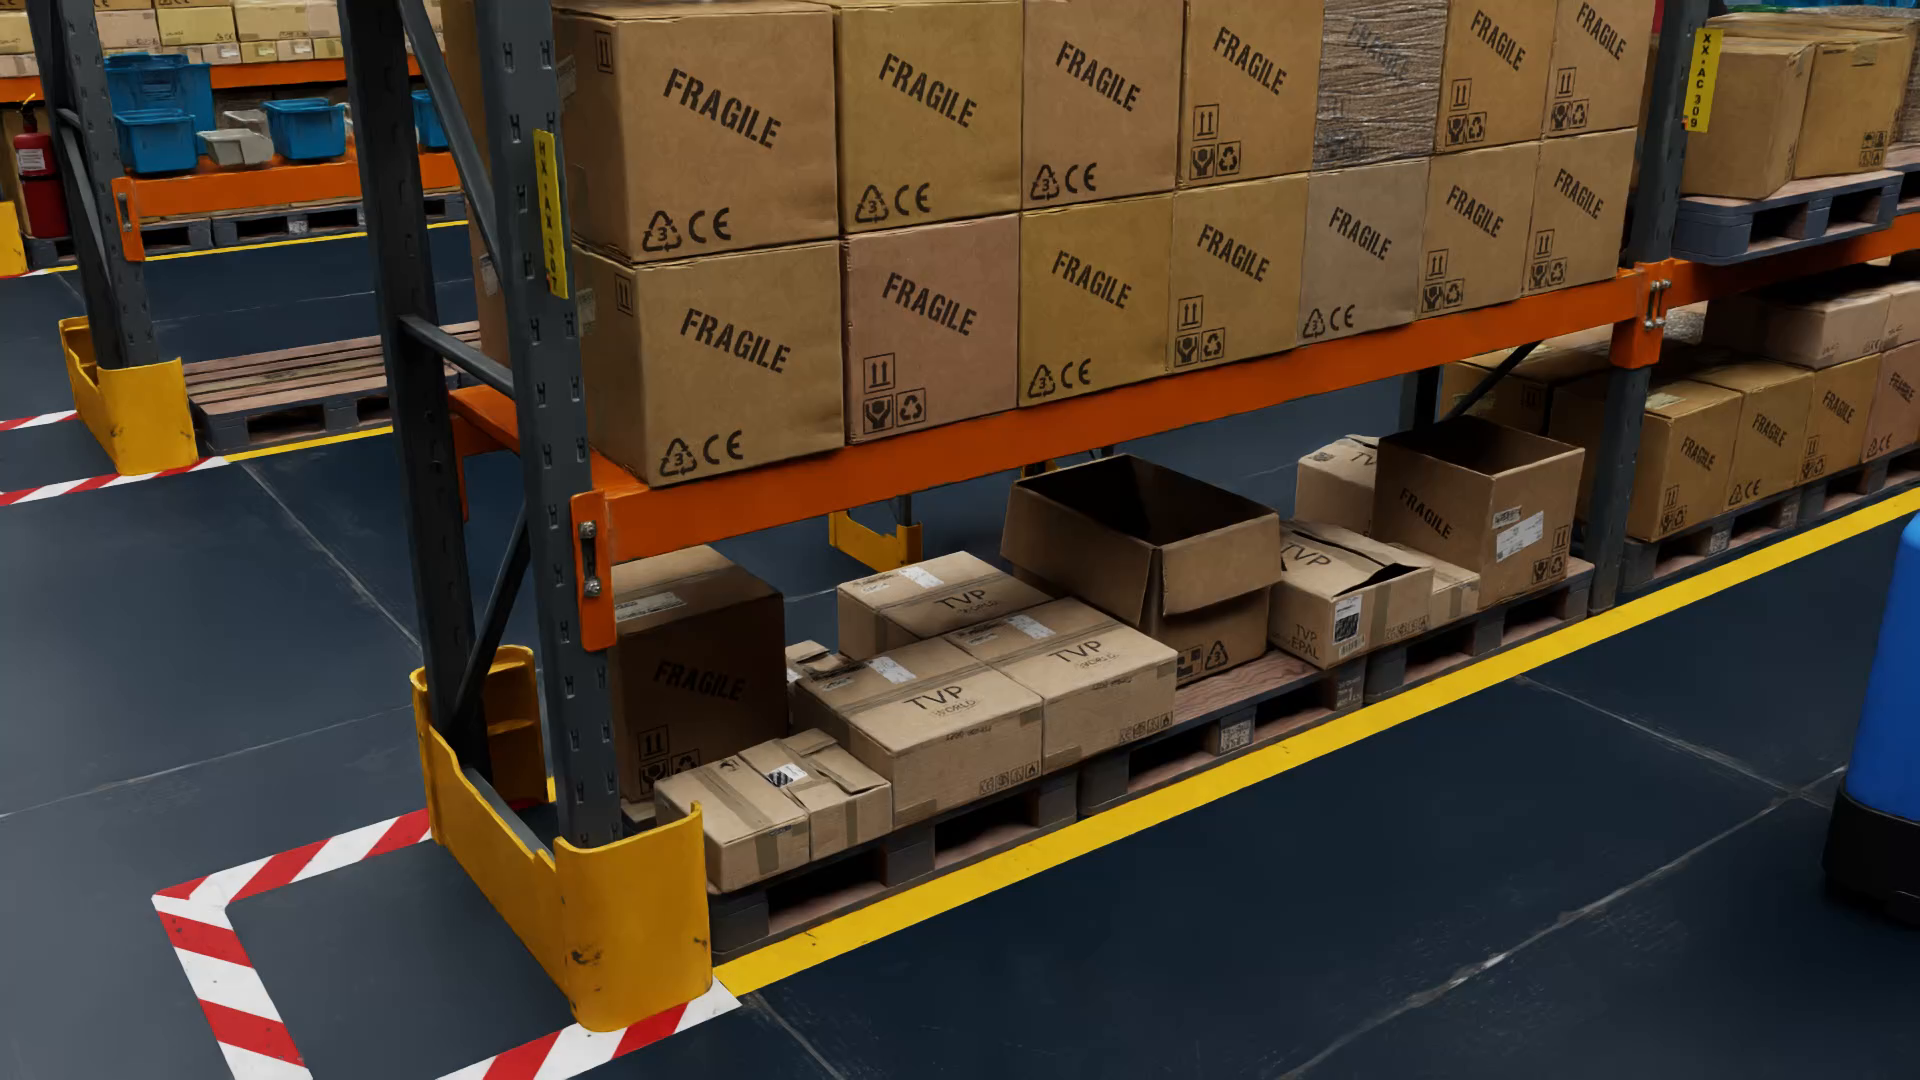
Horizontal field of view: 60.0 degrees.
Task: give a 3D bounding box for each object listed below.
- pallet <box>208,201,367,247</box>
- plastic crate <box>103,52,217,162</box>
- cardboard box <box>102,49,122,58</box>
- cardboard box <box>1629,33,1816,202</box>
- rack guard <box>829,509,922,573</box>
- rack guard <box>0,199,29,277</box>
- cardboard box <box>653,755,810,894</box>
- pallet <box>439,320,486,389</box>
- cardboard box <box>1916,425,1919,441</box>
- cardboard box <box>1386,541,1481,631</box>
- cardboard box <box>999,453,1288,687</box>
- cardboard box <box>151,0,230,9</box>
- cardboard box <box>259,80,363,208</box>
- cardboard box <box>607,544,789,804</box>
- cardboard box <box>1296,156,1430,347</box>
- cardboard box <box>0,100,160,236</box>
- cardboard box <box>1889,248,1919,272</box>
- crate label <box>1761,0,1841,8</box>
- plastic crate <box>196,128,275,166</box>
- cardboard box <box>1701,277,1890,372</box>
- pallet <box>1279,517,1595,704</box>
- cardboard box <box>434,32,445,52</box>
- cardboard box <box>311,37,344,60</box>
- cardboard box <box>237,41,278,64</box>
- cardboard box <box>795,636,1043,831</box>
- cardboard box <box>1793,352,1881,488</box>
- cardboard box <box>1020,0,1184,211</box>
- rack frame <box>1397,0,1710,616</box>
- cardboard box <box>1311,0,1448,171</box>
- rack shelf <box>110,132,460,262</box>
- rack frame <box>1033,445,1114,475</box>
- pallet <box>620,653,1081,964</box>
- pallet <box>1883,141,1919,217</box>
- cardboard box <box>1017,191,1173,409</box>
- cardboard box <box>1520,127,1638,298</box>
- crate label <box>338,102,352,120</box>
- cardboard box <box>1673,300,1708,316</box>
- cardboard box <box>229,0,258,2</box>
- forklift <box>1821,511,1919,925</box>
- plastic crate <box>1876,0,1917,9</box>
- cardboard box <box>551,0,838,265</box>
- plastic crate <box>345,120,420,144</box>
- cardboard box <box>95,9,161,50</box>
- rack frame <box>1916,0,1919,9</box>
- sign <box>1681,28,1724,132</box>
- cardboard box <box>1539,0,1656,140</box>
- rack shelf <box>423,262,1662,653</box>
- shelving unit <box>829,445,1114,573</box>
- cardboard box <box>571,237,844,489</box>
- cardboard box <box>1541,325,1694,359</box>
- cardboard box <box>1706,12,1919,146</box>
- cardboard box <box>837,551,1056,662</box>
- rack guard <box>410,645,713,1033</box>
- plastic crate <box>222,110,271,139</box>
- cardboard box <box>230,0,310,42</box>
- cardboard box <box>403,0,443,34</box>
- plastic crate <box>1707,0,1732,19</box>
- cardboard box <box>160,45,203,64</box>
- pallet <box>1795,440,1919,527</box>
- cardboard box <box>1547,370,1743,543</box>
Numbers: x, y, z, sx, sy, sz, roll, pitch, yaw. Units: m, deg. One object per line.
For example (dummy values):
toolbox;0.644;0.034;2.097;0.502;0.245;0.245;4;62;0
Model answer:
pallet;-5.320;-2.552;13.007;1.213;0.211;1.003;-15;26;-33
plastic crate;-3.858;-2.071;7.910;0.499;0.435;0.616;-15;26;-33
cardboard box;-6.017;-3.360;11.609;0.250;0.149;0.380;-16;27;-34
cardboard box;2.631;-1.550;6.031;0.700;0.500;0.500;14;26;32
rack guard;-0.342;-0.025;6.621;0.087;0.250;0.587;-15;26;-33
rack guard;-6.933;-2.222;11.790;0.348;0.500;1.175;-15;26;-33
cardboard box;-0.590;0.726;4.284;0.250;0.149;0.380;-15;26;-33
pallet;-2.339;-1.032;9.198;1.213;0.211;1.003;-15;26;-33
cardboard box;4.321;-0.797;7.625;0.500;0.500;0.500;-16;27;-35
cardboard box;1.550;0.155;5.714;0.250;0.149;0.380;-15;26;-33
cardboard box;0.594;0.091;5.397;0.637;0.503;0.797;-15;26;-33
cardboard box;-5.543;-4.050;11.787;0.500;0.500;0.500;-16;27;-34
cardboard box;-4.979;-3.149;13.040;0.875;0.875;0.875;-15;26;-33
cardboard box;-0.833;0.358;4.731;0.500;0.500;0.500;-15;26;-33
cardboard box;1.027;-0.910;4.995;0.500;0.500;0.500;-14;26;-32
cardboard box;-6.440;-2.759;12.063;0.875;0.875;0.875;-15;26;-33
cardboard box;4.698;-1.244;7.733;0.500;0.250;0.500;-14;26;-31
crate label;7.631;-4.898;15.076;0.616;0.435;0.502;-15;26;-33
plastic crate;-3.319;-1.802;7.641;0.298;0.136;0.250;-15;26;-33
cardboard box;3.463;-0.912;6.903;0.500;0.250;0.500;-15;26;-33
pallet;1.558;0.171;6.184;1.213;0.211;1.003;-15;26;-33
cardboard box;-4.140;-3.861;12.865;0.250;0.149;0.380;-15;26;-34
cardboard box;-4.765;-3.694;12.446;0.250;0.149;0.380;-15;26;-34
cardboard box;-5.185;-3.582;12.165;0.250;0.149;0.380;-16;27;-34
cardboard box;-0.118;0.525;4.649;0.500;0.250;0.500;-15;26;-33
cardboard box;3.488;-0.572;7.062;0.500;0.500;0.500;-15;26;-32
cardboard box;0.212;-1.157;4.264;0.500;0.500;0.500;-15;26;-32
rack frame;2.116;-1.273;6.039;0.127;3.000;1.000;-15;26;-33
cardboard box;1.033;-1.376;4.812;0.500;0.500;0.500;-15;26;-32
rack shelf;-2.397;-1.997;8.824;4.000;0.370;1.077;-15;26;-33
rack frame;0.482;-0.825;6.940;0.032;1.500;0.500;-15;26;-33
pallet;-0.423;0.699;4.860;1.213;0.211;1.003;-15;26;-33
pallet;3.787;-1.627;7.186;1.213;0.211;1.003;-15;26;-33
cardboard box;0.208;-0.691;4.446;0.500;0.500;0.500;-15;26;-33
cardboard box;1.860;-1.134;5.556;0.500;0.500;0.500;-14;26;-32
crate label;-3.009;-2.160;8.538;0.243;0.136;0.396;-15;26;-33
cardboard box;3.574;-0.833;7.715;0.500;0.500;0.500;-16;27;-35
cardboard box;-5.429;-3.975;12.612;0.500;0.250;0.500;-15;26;-33
forklift;3.775;-0.183;3.399;3.031;2.935;1.130;17;28;37
plastic crate;8.736;-5.094;15.815;0.616;0.251;0.499;-15;26;-33
cardboard box;-0.617;-0.935;3.707;0.500;0.500;0.500;-14;26;-31
plastic crate;-2.769;-1.949;8.009;0.298;0.136;0.250;-15;26;-33
cardboard box;-5.948;-3.594;11.656;0.500;0.250;0.500;-15;26;-33
rack frame;8.967;-5.361;16.284;0.127;3.000;1.000;-15;26;-33
sign;2.439;-1.513;5.473;0.005;0.325;0.100;-15;26;-33
cardboard box;1.857;-1.596;5.365;0.500;0.500;0.500;-15;26;-33
rack shelf;0.493;-0.506;5.087;4.000;0.370;1.077;-15;26;-33
shelving unit;0.062;-0.713;6.660;1.083;1.500;0.587;-15;26;-33
cardboard box;-0.617;-0.470;3.892;0.500;0.500;0.500;-14;26;-32
cardboard box;2.756;-0.614;7.166;0.500;0.500;0.500;-15;26;-33
cardboard box;3.514;-1.915;6.947;0.700;0.500;0.500;17;27;36
cardboard box;-0.045;0.277;5.270;0.500;0.250;0.500;-15;26;-33
rack guard;-1.069;0.738;4.374;0.348;0.500;1.175;-15;26;-33
plastic crate;-3.464;-2.034;8.222;0.243;0.136;0.396;-15;26;-33
cardboard box;-5.117;-3.816;12.213;0.500;0.250;0.500;-16;27;-34
cardboard box;-4.290;-4.035;12.762;0.500;0.250;0.500;-14;26;-31
plastic crate;6.219;-4.542;14.314;0.504;0.338;0.767;-15;26;-33
cardboard box;-5.599;-3.472;11.889;0.250;0.149;0.380;-16;27;-34
pallet;3.745;-0.431;7.691;1.213;0.211;1.003;-15;26;-33
cardboard box;2.651;-0.348;6.499;0.500;0.500;0.500;-16;27;-35
